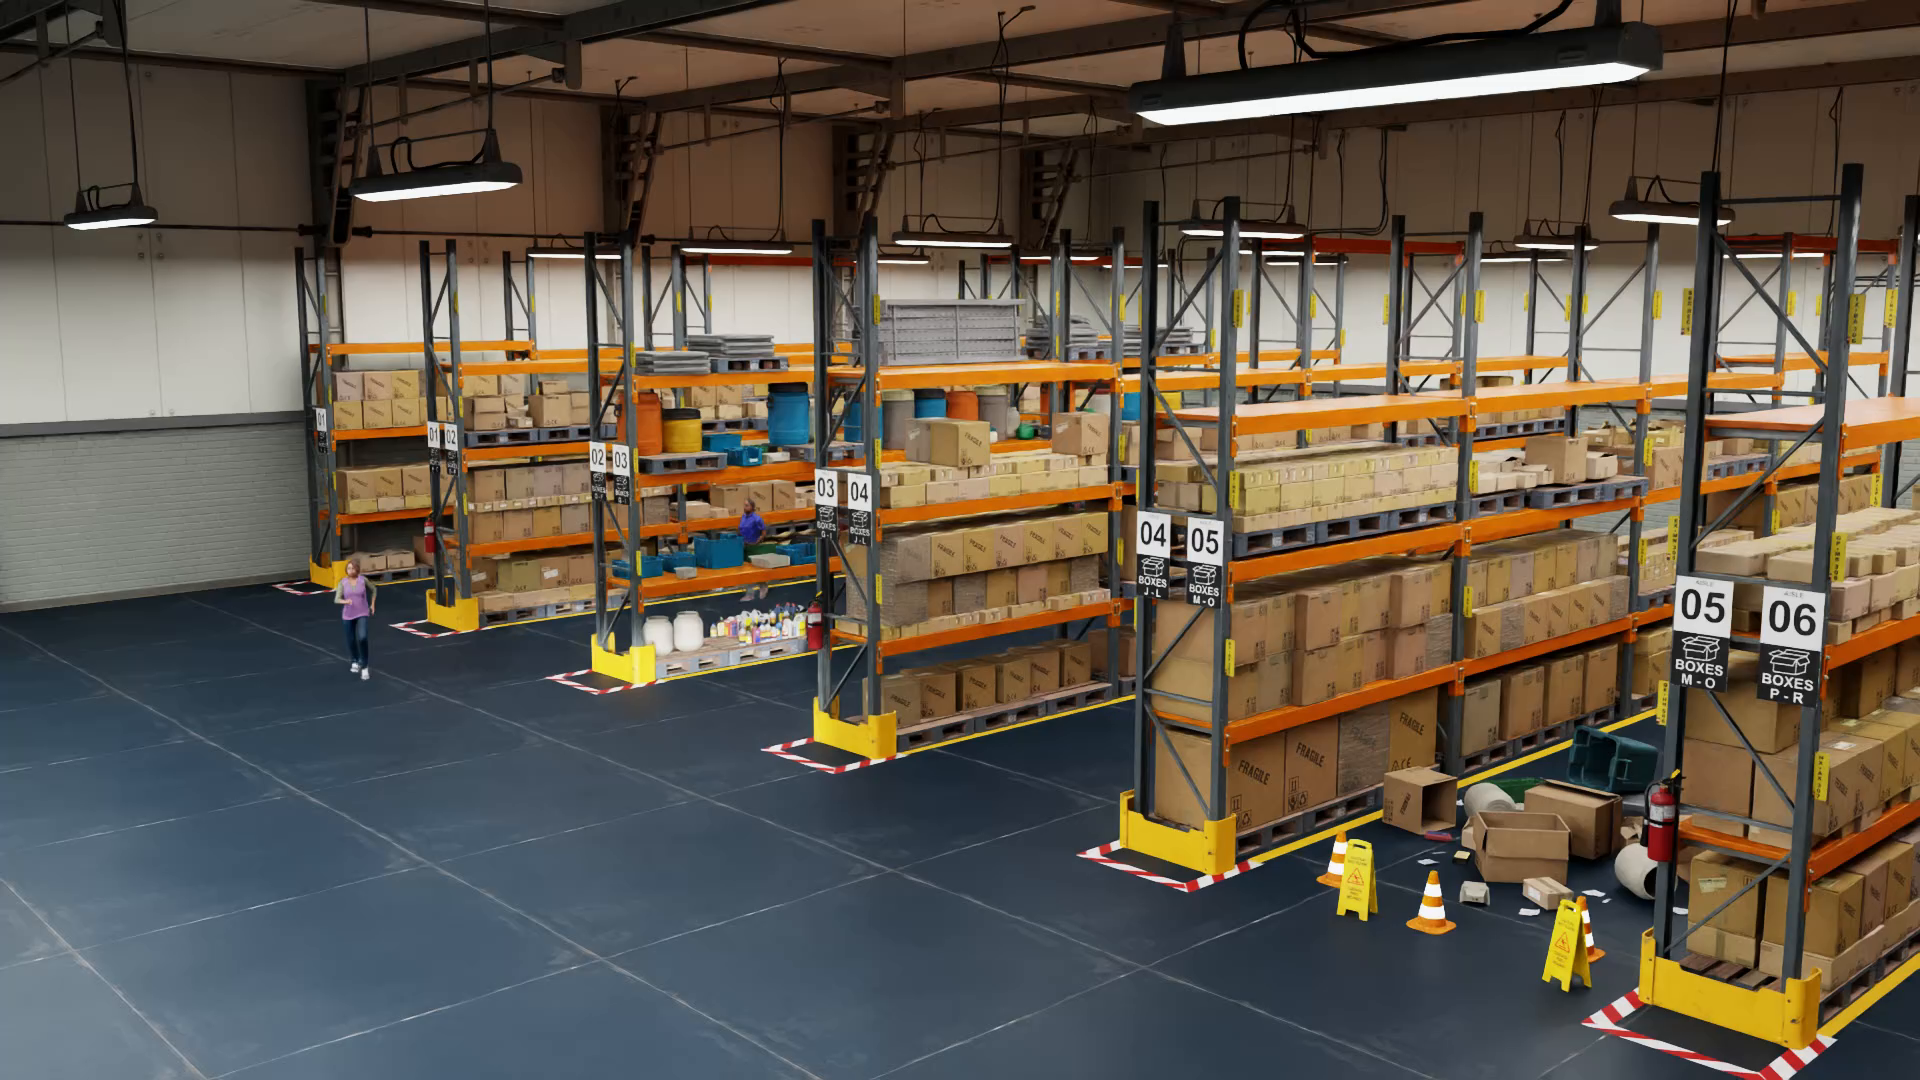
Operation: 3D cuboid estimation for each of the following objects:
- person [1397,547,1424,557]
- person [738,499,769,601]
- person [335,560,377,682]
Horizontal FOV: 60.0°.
[{"bbox_3d":[6.355,0.841,23.567,0.716,1.827,0.659,-8,12,-44],"label":"person"},{"bbox_3d":[-3.370,0.151,26.786,0.587,1.641,0.549,6,10,36],"label":"person"},{"bbox_3d":[-8.173,1.081,22.518,0.507,1.638,0.727,-2,9,-11],"label":"person"}]
